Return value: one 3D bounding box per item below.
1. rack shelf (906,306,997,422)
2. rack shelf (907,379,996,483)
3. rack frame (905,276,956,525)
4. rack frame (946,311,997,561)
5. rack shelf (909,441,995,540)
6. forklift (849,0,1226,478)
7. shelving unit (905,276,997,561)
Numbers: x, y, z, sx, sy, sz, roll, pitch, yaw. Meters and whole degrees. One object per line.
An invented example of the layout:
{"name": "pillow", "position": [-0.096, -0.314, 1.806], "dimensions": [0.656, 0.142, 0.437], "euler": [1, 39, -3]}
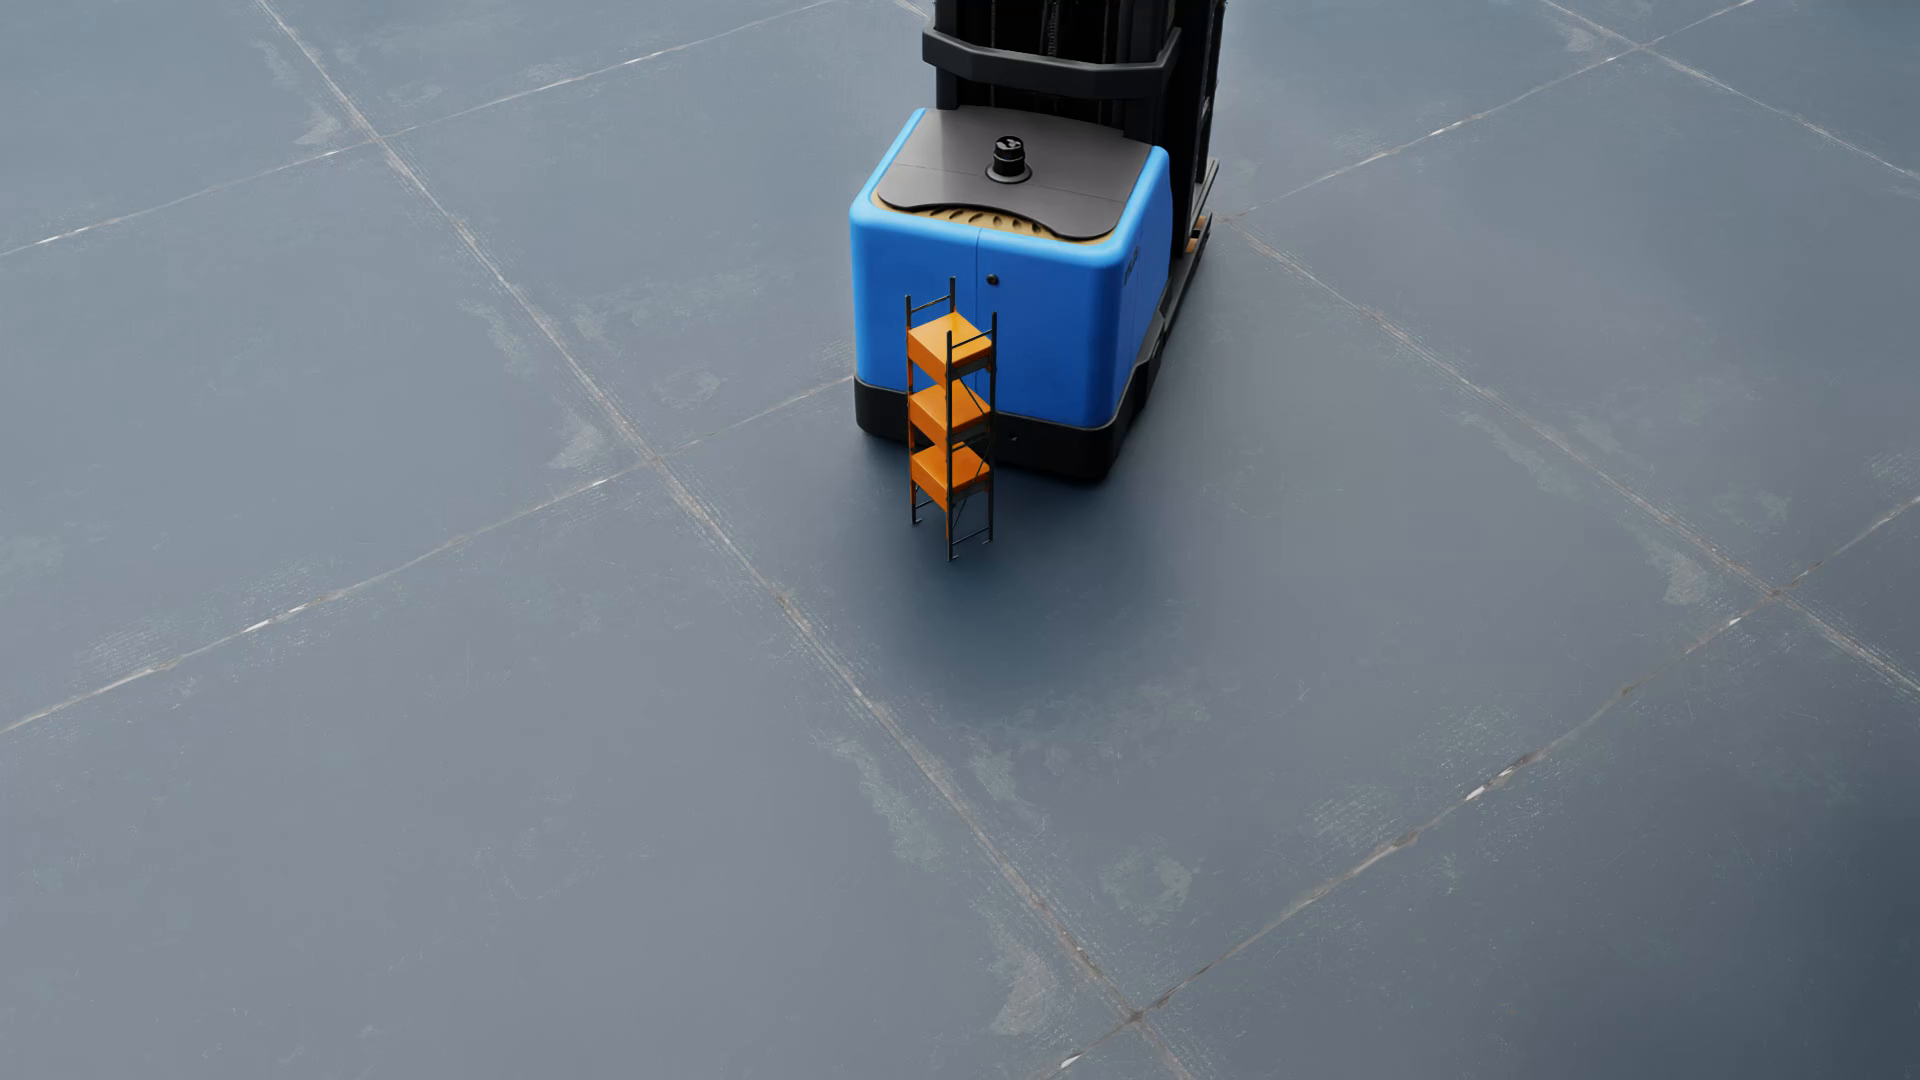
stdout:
{"name": "rack shelf", "position": [-0.031, -0.608, 5.731], "dimensions": [0.215, 0.259, 0.240], "euler": [-26, 49, -24]}
{"name": "rack shelf", "position": [-0.031, -0.402, 5.927], "dimensions": [0.215, 0.259, 0.240], "euler": [-26, 49, -24]}
{"name": "rack frame", "position": [-0.100, -0.479, 5.992], "dimensions": [0.200, 1.050, 0.008], "euler": [-26, 49, -24]}
{"name": "rack frame", "position": [0.039, -0.341, 5.847], "dimensions": [0.200, 1.050, 0.008], "euler": [-26, 49, -24]}
{"name": "rack shelf", "position": [-0.031, -0.201, 6.118], "dimensions": [0.215, 0.259, 0.240], "euler": [-26, 49, -24]}
{"name": "forklift", "position": [0.519, -2.333, 6.571], "dimensions": [1.130, 2.935, 3.031], "euler": [12, 45, 13]}
{"name": "shelving unit", "position": [-0.031, -0.410, 5.919], "dimensions": [0.215, 1.050, 0.252], "euler": [-26, 49, -24]}
